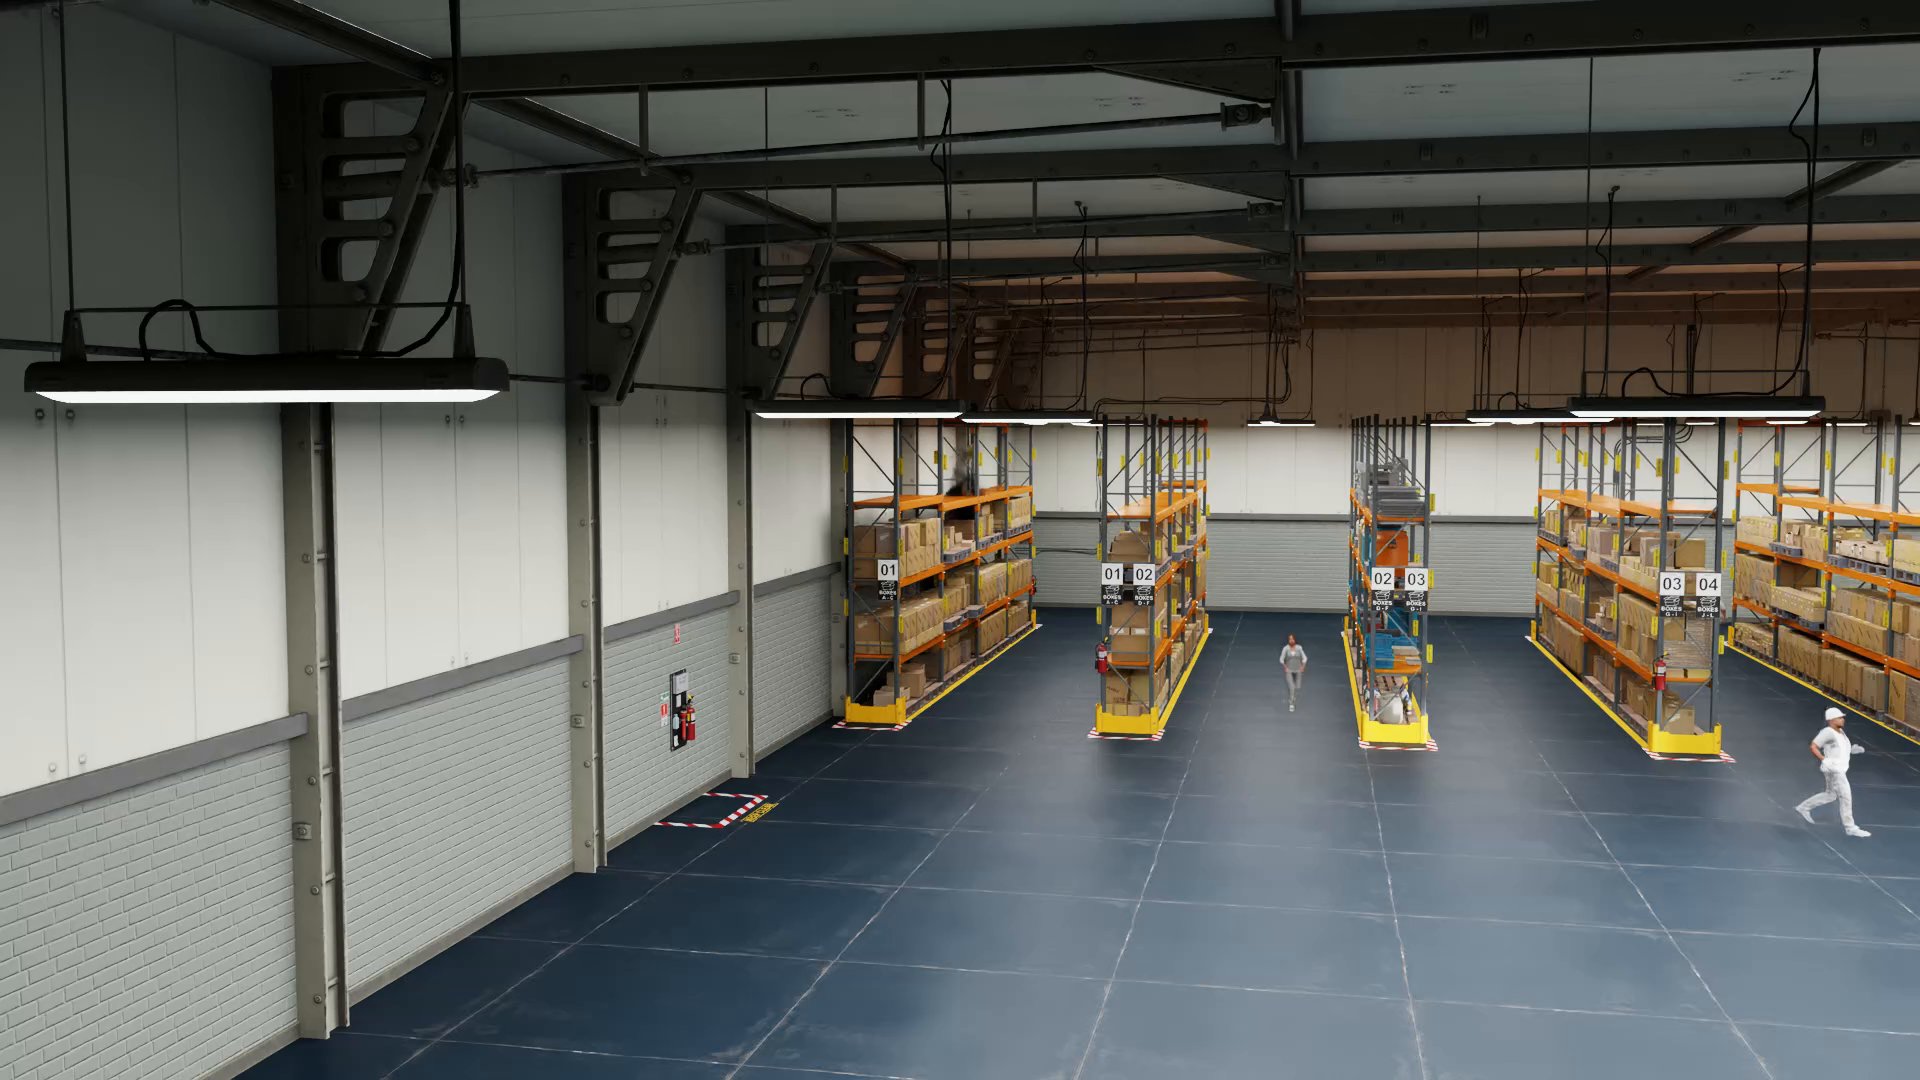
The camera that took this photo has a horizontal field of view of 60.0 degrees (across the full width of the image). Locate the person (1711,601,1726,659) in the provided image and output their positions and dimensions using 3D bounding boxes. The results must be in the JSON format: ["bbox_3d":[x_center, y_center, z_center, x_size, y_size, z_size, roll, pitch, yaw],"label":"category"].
[{"bbox_3d":[18.608,2.104,41.197,0.709,1.768,0.955,1,4,13],"label":"person"}]

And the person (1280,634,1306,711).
[{"bbox_3d":[6.784,2.741,33.866,0.545,1.476,0.490,0,4,6],"label":"person"}]

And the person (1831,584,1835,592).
[{"bbox_3d":[22.559,1.989,43.122,0.676,1.707,0.600,0,4,-7],"label":"person"}]

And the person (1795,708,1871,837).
[{"bbox_3d":[12.337,3.249,23.474,0.994,1.761,0.680,3,5,39],"label":"person"}]
